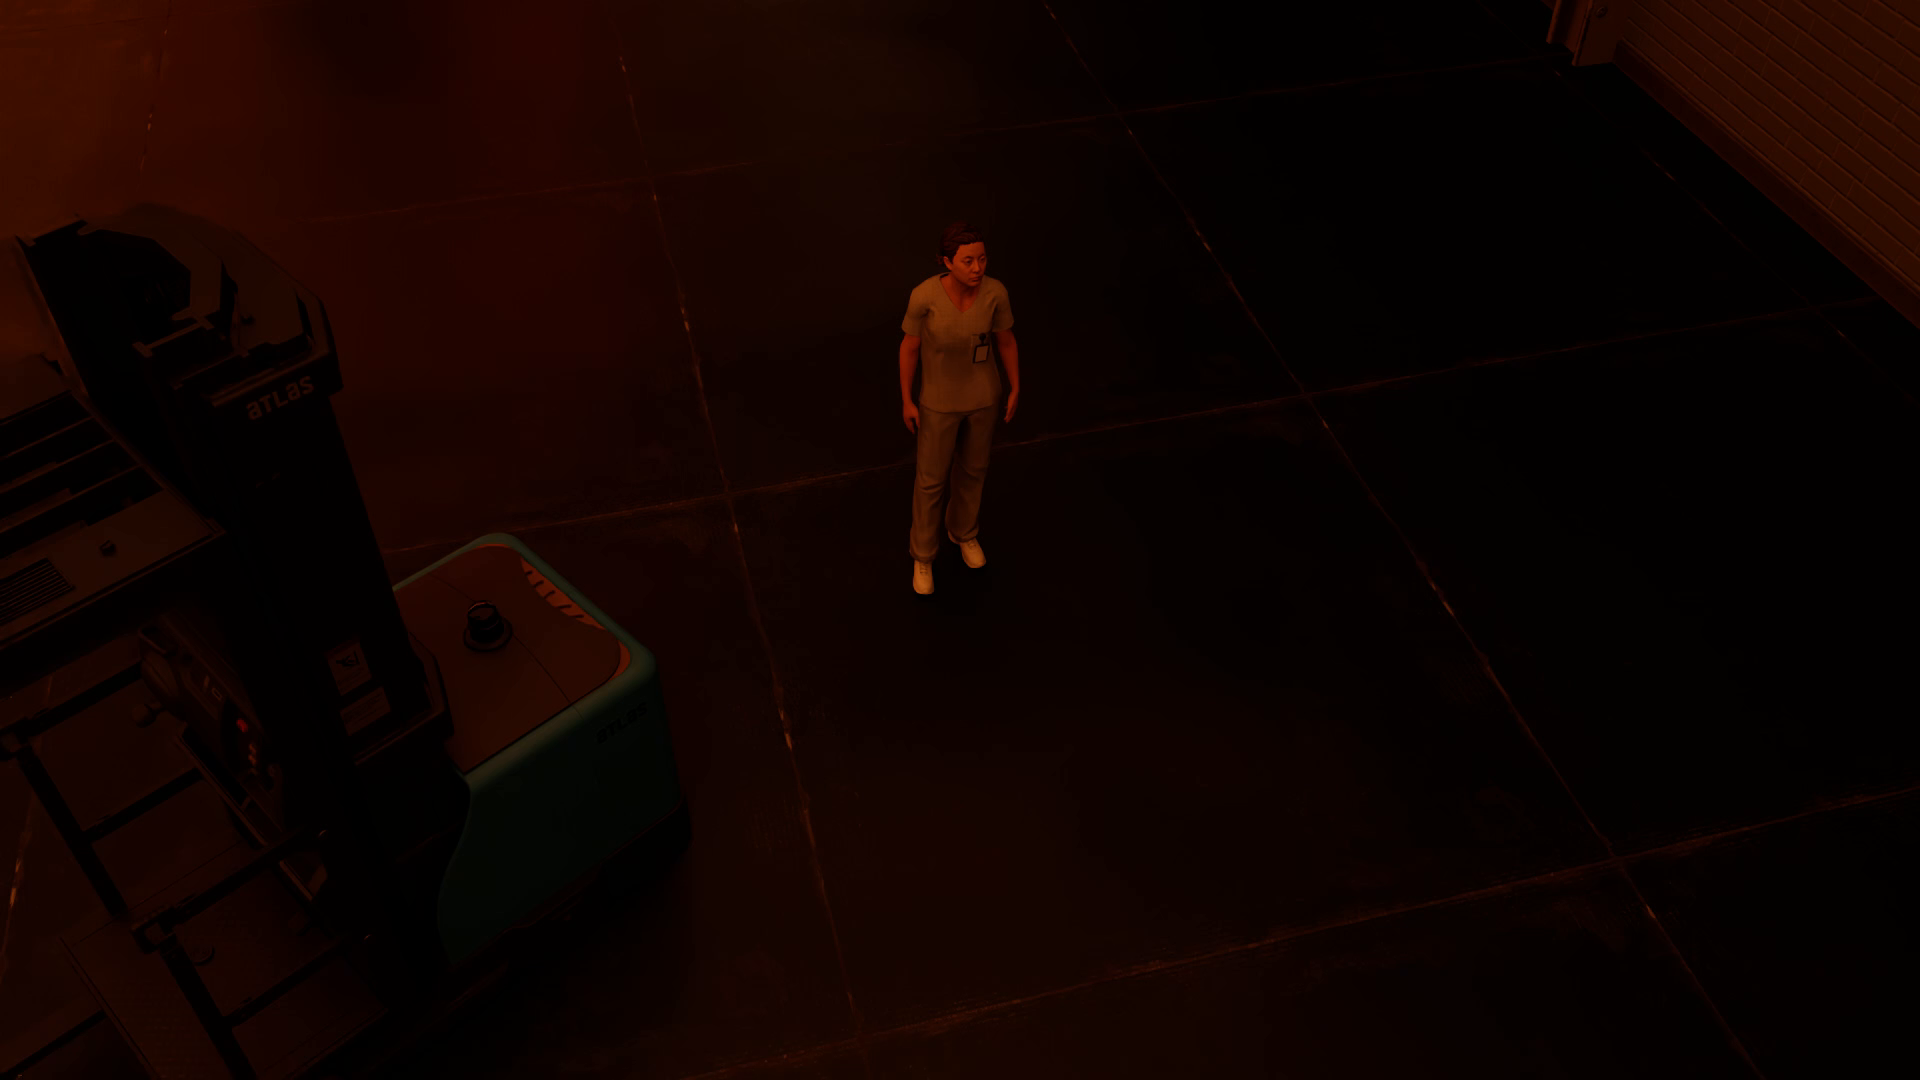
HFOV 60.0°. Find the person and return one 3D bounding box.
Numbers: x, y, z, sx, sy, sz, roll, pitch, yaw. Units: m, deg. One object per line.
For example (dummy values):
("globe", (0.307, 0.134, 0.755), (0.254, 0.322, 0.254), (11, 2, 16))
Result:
("person", (0.006, -0.563, 7.145), (0.550, 1.675, 0.549), (-10, 44, -11))

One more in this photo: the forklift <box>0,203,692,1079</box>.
("forklift", (-2.442, 0.610, 5.000), (3.031, 2.935, 1.130), (-34, 53, -31))
